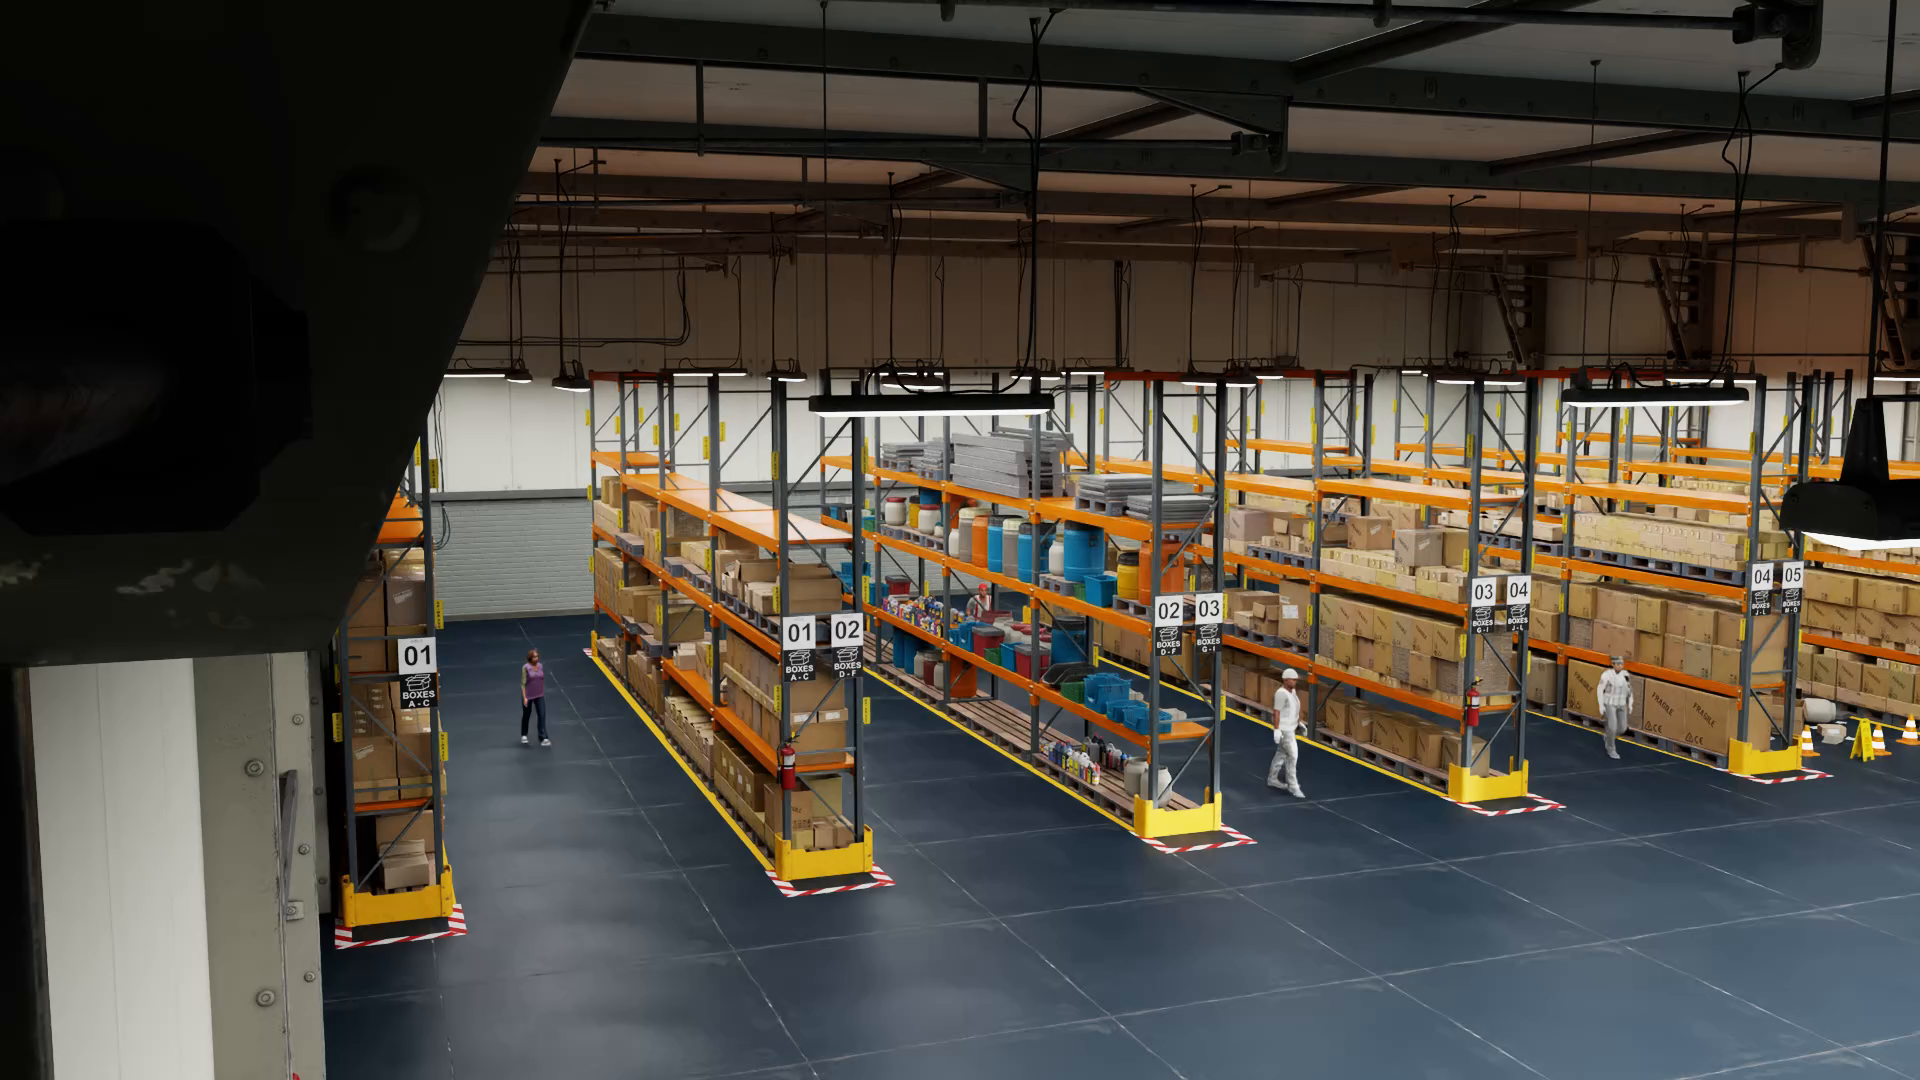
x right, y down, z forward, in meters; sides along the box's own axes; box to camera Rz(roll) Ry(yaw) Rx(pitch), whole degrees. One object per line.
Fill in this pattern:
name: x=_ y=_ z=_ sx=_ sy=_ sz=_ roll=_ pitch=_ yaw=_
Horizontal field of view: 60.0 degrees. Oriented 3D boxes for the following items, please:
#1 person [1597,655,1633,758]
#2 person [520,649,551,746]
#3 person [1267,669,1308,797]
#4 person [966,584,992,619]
person: x=10.304 y=2.594 z=26.256 sx=0.550 sy=1.651 sz=0.582 roll=-1 pitch=6 yaw=-8
person: x=-6.880 y=2.543 z=26.881 sx=0.463 sy=1.566 sz=0.847 roll=-5 pitch=8 yaw=-39
person: x=4.769 y=2.781 z=24.118 sx=0.631 sy=1.842 sz=0.574 roll=3 pitch=7 yaw=23
person: x=0.450 y=1.705 z=34.009 sx=0.692 sy=1.689 sz=0.611 roll=-2 pitch=7 yaw=-14
